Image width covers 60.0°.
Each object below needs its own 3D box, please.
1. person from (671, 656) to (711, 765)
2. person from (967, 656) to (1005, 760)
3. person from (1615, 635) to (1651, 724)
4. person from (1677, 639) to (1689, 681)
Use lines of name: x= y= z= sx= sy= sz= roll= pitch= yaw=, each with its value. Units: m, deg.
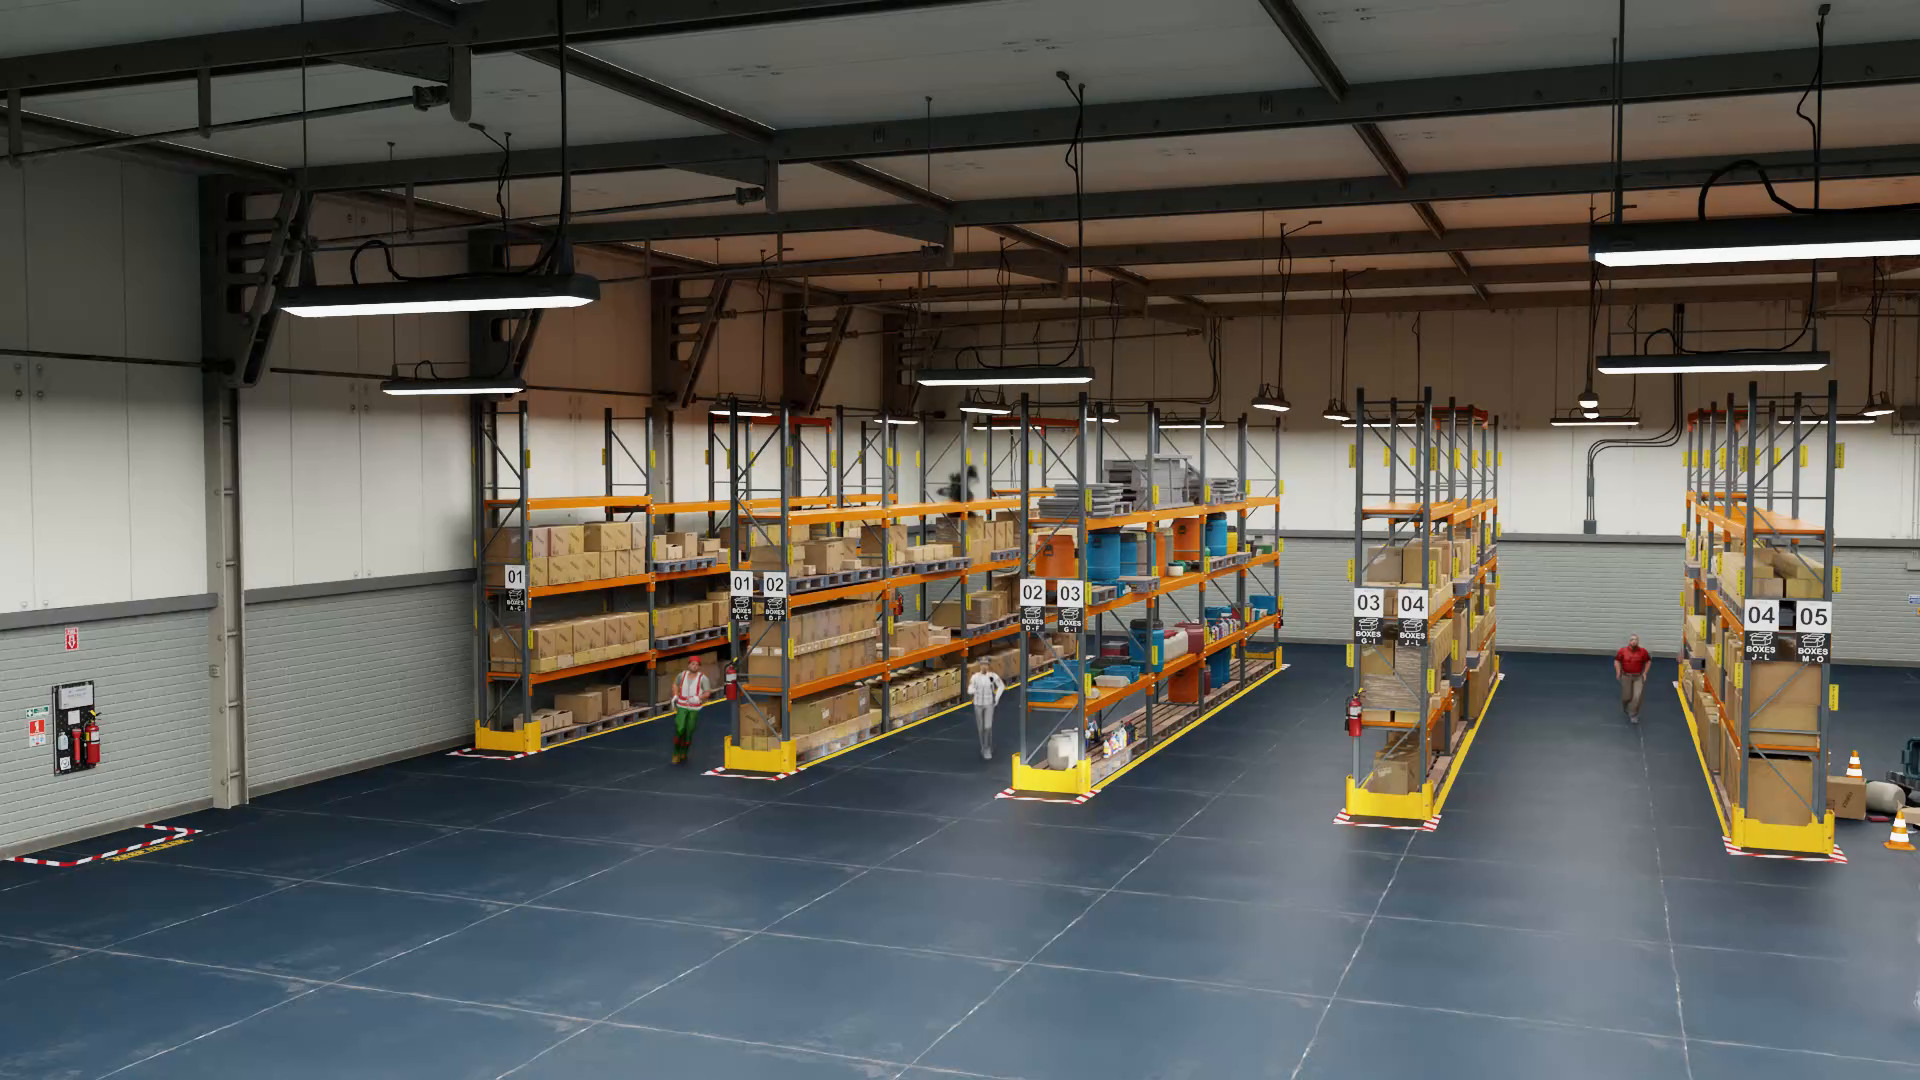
person: x=-4.432 y=2.799 z=27.360 sx=0.657 sy=1.798 sz=0.662 roll=0 pitch=3 yaw=-5
person: x=0.417 y=2.804 z=27.836 sx=0.592 sy=1.734 sz=0.684 roll=1 pitch=3 yaw=12
person: x=12.833 y=2.629 z=31.722 sx=0.652 sy=1.679 sz=0.651 roll=1 pitch=3 yaw=19
person: x=16.435 y=2.395 z=37.387 sx=0.554 sy=1.629 sz=0.628 roll=0 pitch=3 yaw=4
